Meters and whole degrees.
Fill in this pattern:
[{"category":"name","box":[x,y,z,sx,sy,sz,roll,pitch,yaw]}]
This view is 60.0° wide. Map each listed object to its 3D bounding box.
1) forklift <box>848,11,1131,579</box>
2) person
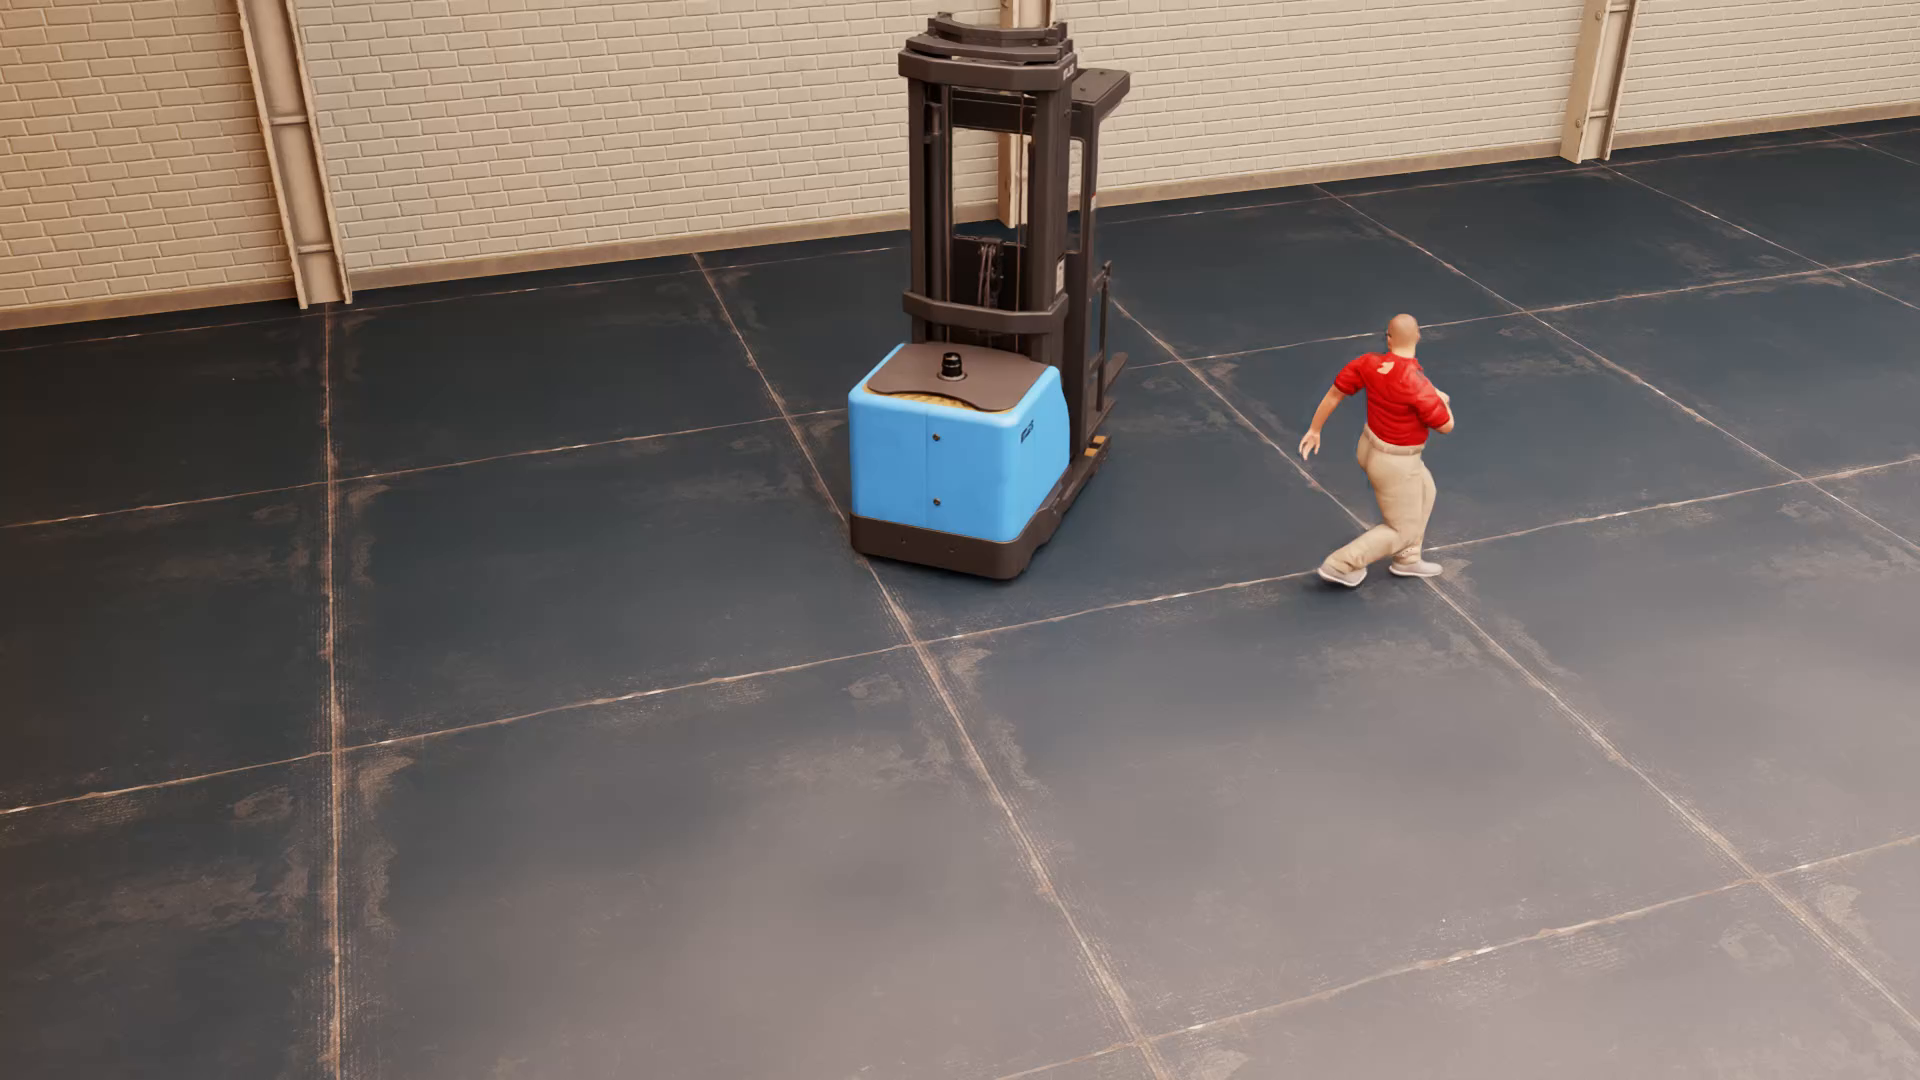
[{"category":"forklift","box":[0.351,-1.766,10.157,1.130,2.935,3.031,11,32,18]},{"category":"person","box":[2.390,-0.473,9.237,0.886,1.648,0.583,-6,30,-10]}]
